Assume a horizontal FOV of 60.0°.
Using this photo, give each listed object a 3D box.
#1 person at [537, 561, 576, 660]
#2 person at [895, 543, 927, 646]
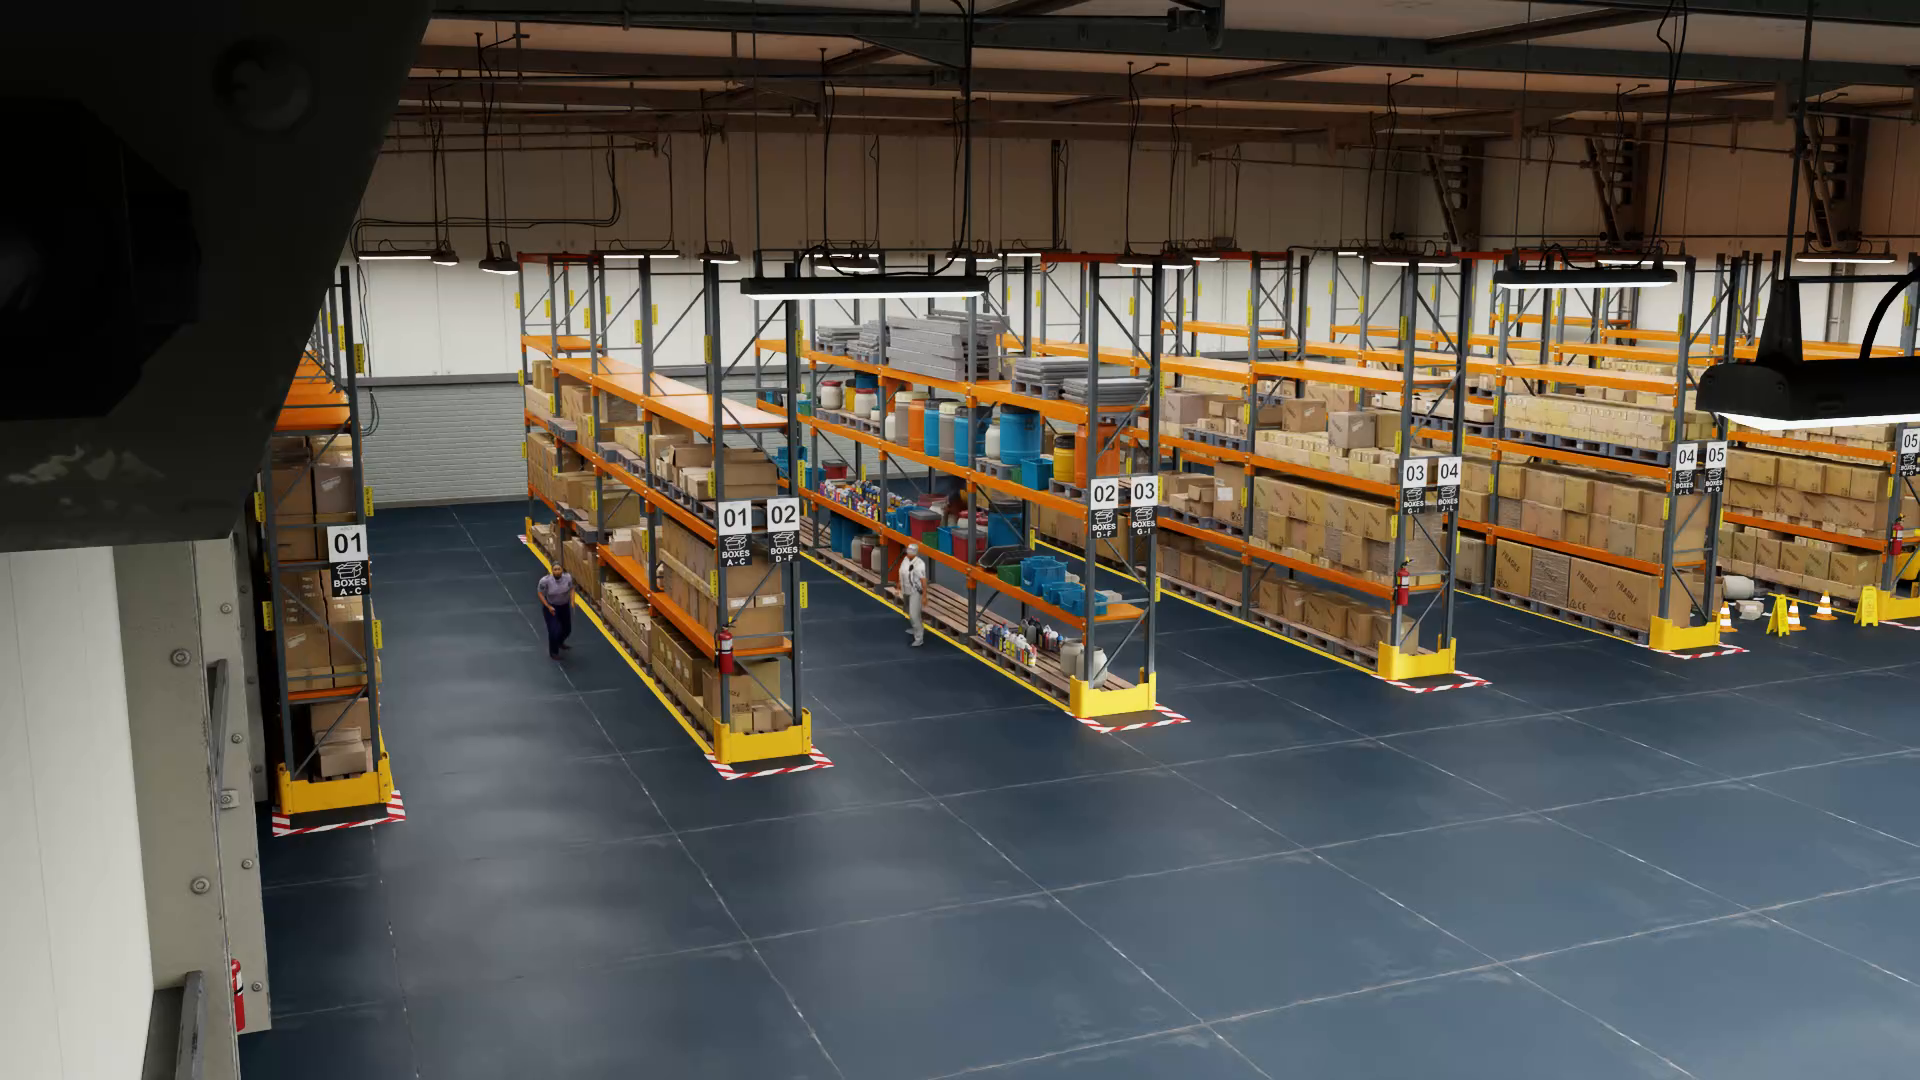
[{"bbox_3d":[-6.119,1.032,25.148,0.609,1.536,0.783,-8,13,-36],"label":"person"},{"bbox_3d":[-0.720,0.799,26.223,0.669,1.597,0.804,-9,13,-39],"label":"person"}]
